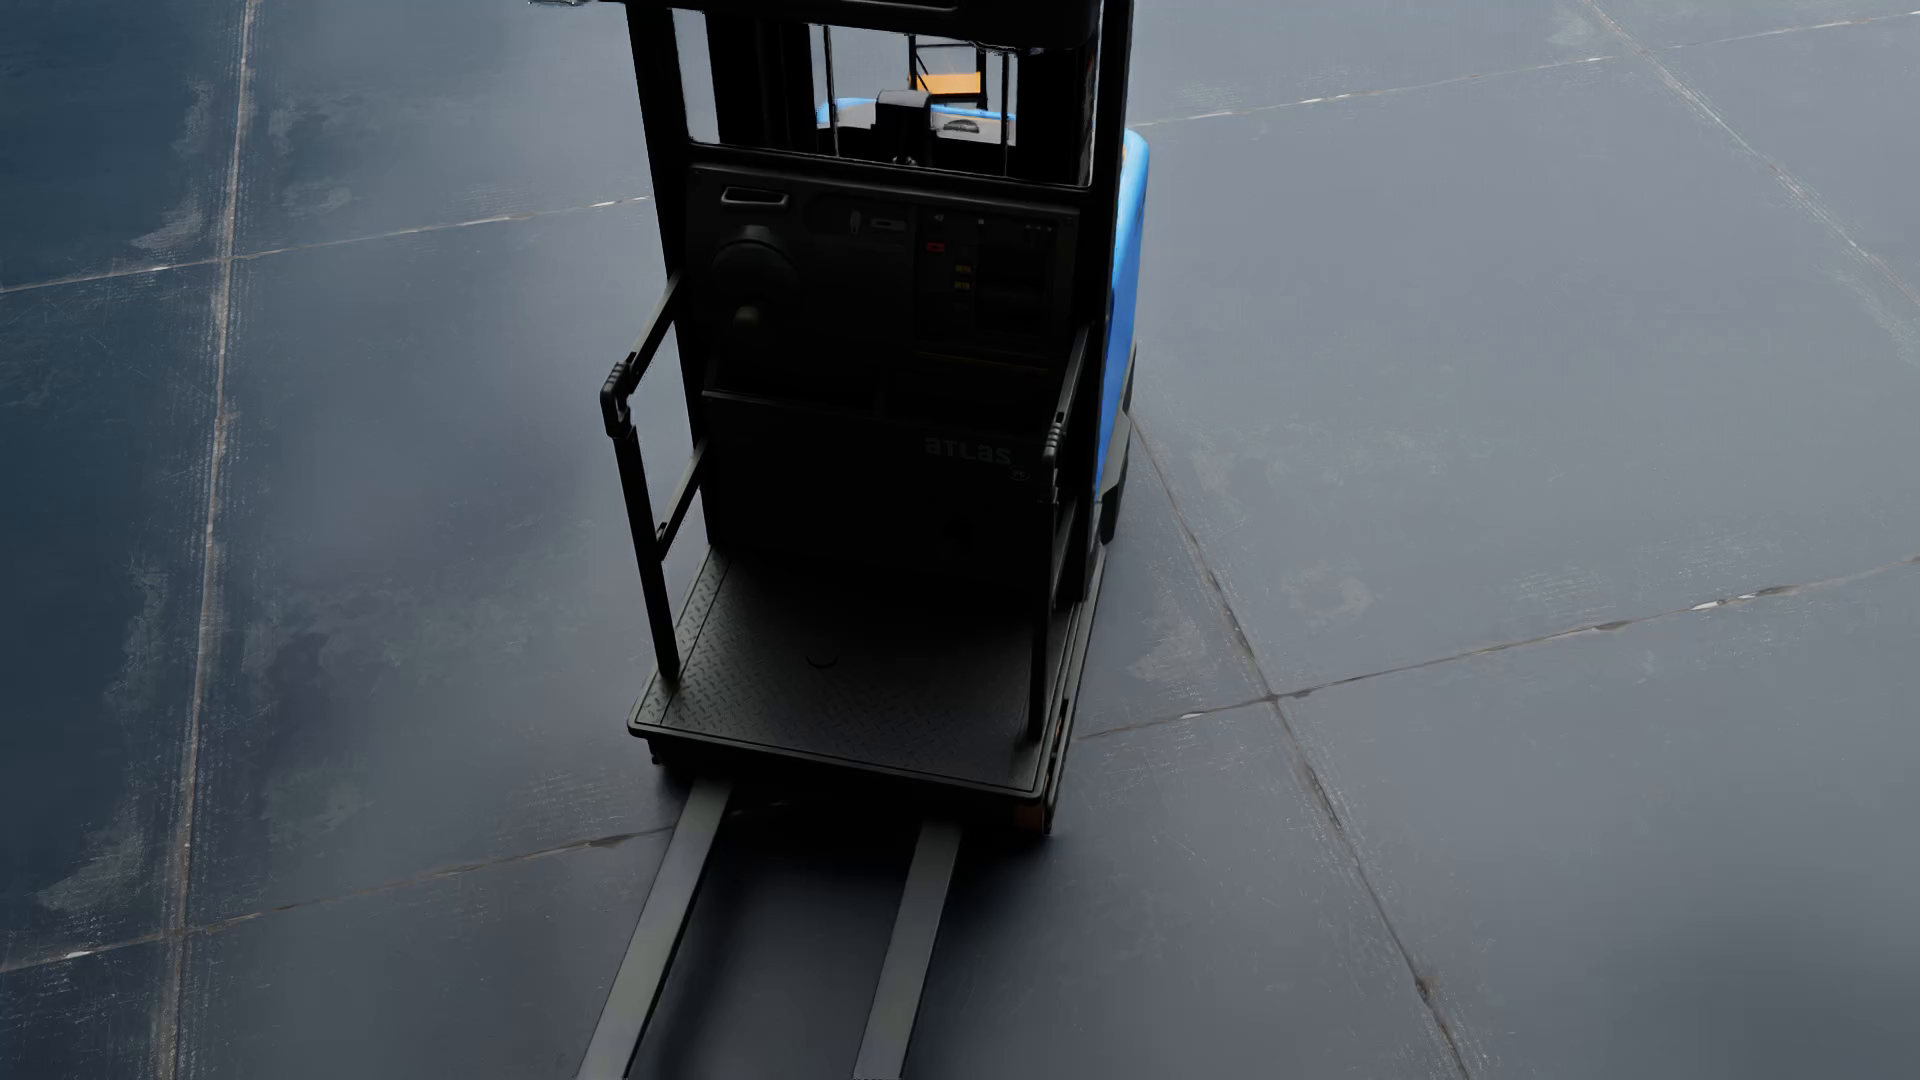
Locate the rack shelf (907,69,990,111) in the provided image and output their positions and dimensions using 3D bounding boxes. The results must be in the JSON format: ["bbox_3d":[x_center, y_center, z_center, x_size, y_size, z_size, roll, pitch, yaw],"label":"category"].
[{"bbox_3d":[-0.039,-1.435,5.368,0.258,0.103,0.180,-2,36,-2],"label":"rack shelf"}]

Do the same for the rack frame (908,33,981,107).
[{"bbox_3d":[-0.041,-1.234,5.629,0.240,1.200,0.006,-2,36,-2],"label":"rack frame"}]

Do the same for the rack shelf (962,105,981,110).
[{"bbox_3d":[-0.038,-1.338,5.439,0.258,0.103,0.180,-2,36,-2],"label":"rack shelf"}]

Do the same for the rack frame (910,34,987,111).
[{"bbox_3d":[-0.031,-1.126,5.482,0.240,1.200,0.006,-2,36,-2],"label":"rack frame"}]

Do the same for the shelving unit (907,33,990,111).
[{"bbox_3d":[-0.036,-1.180,5.555,0.258,1.200,0.189,-2,36,-2],"label":"shelving unit"}]

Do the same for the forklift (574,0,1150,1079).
[{"bbox_3d":[-0.233,-0.546,3.733,1.130,2.935,3.031,9,46,8],"label":"forklift"}]
